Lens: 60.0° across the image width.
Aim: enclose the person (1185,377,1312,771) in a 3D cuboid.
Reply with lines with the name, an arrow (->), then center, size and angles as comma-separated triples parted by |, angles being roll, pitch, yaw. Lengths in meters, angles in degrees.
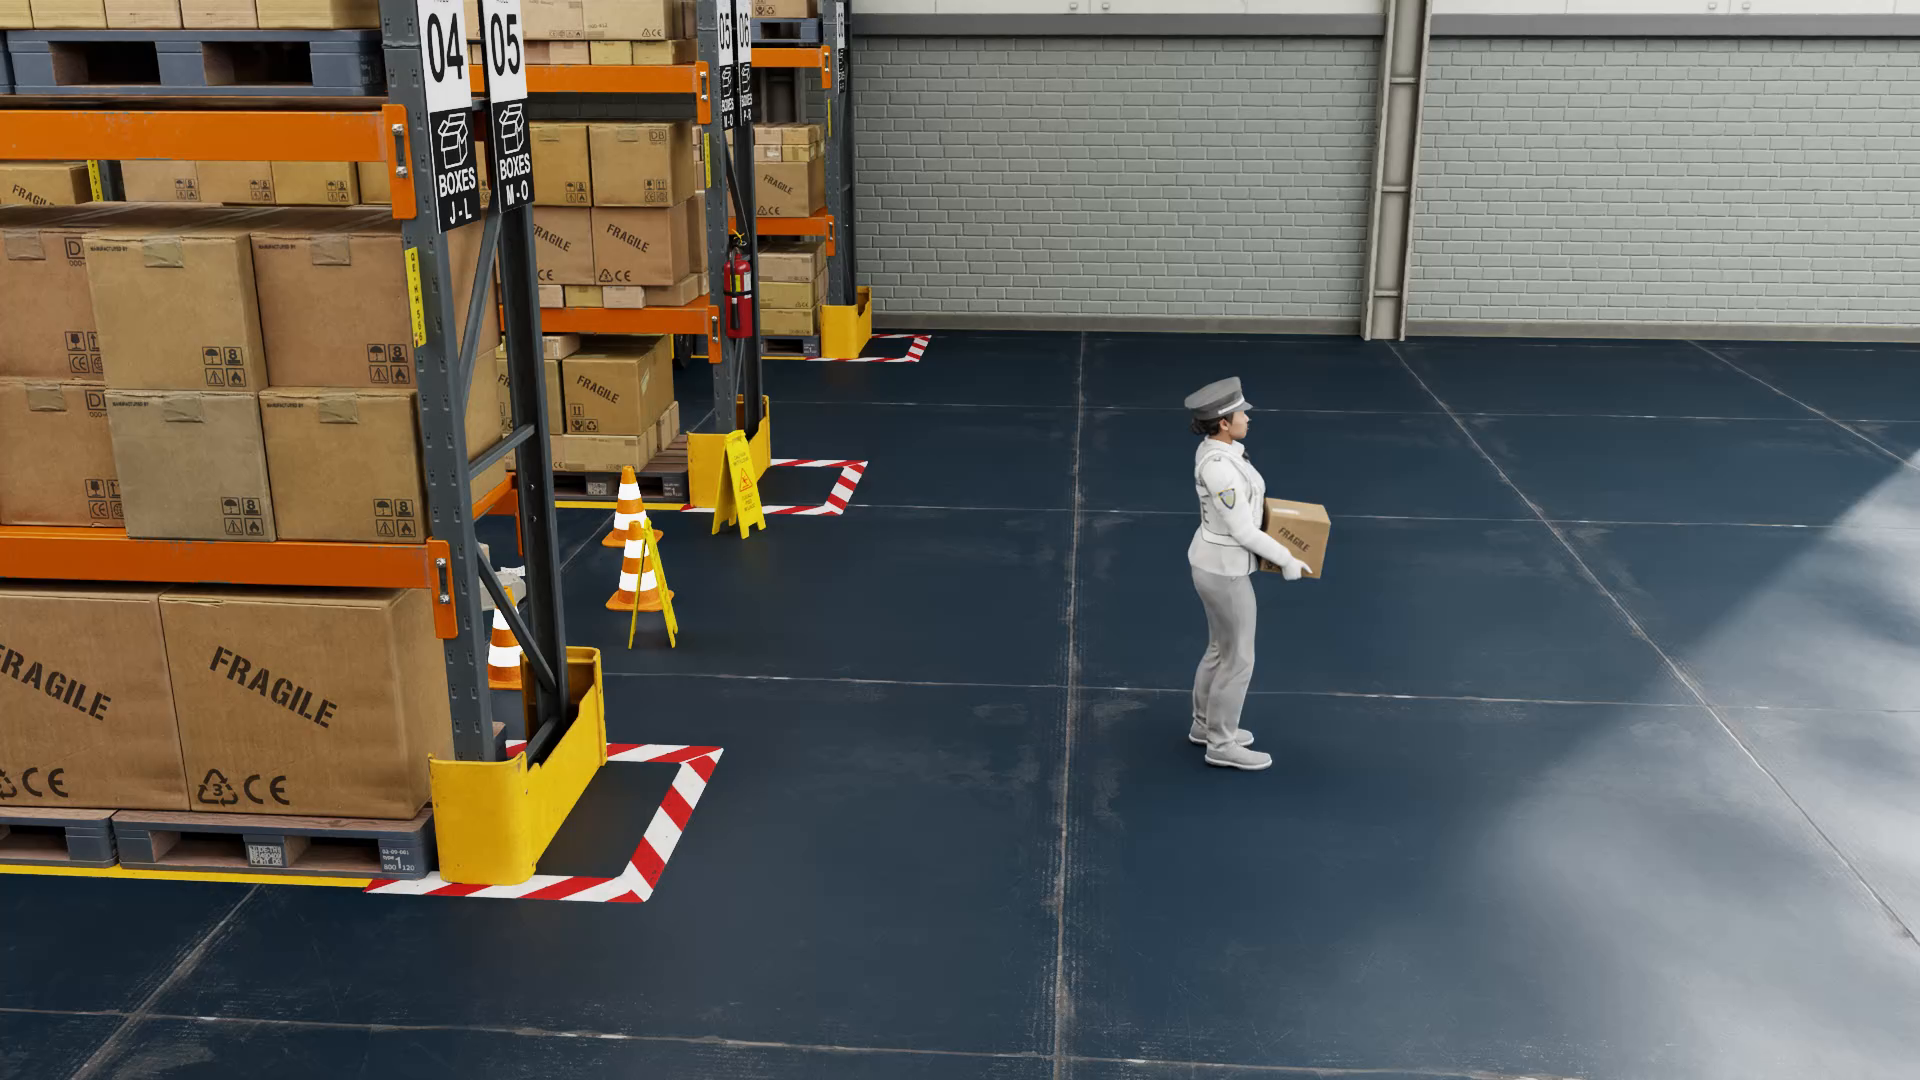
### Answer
person -> 1.201, 0.143, 7.065 | 0.546, 1.687, 0.453 | 2, 18, 5
